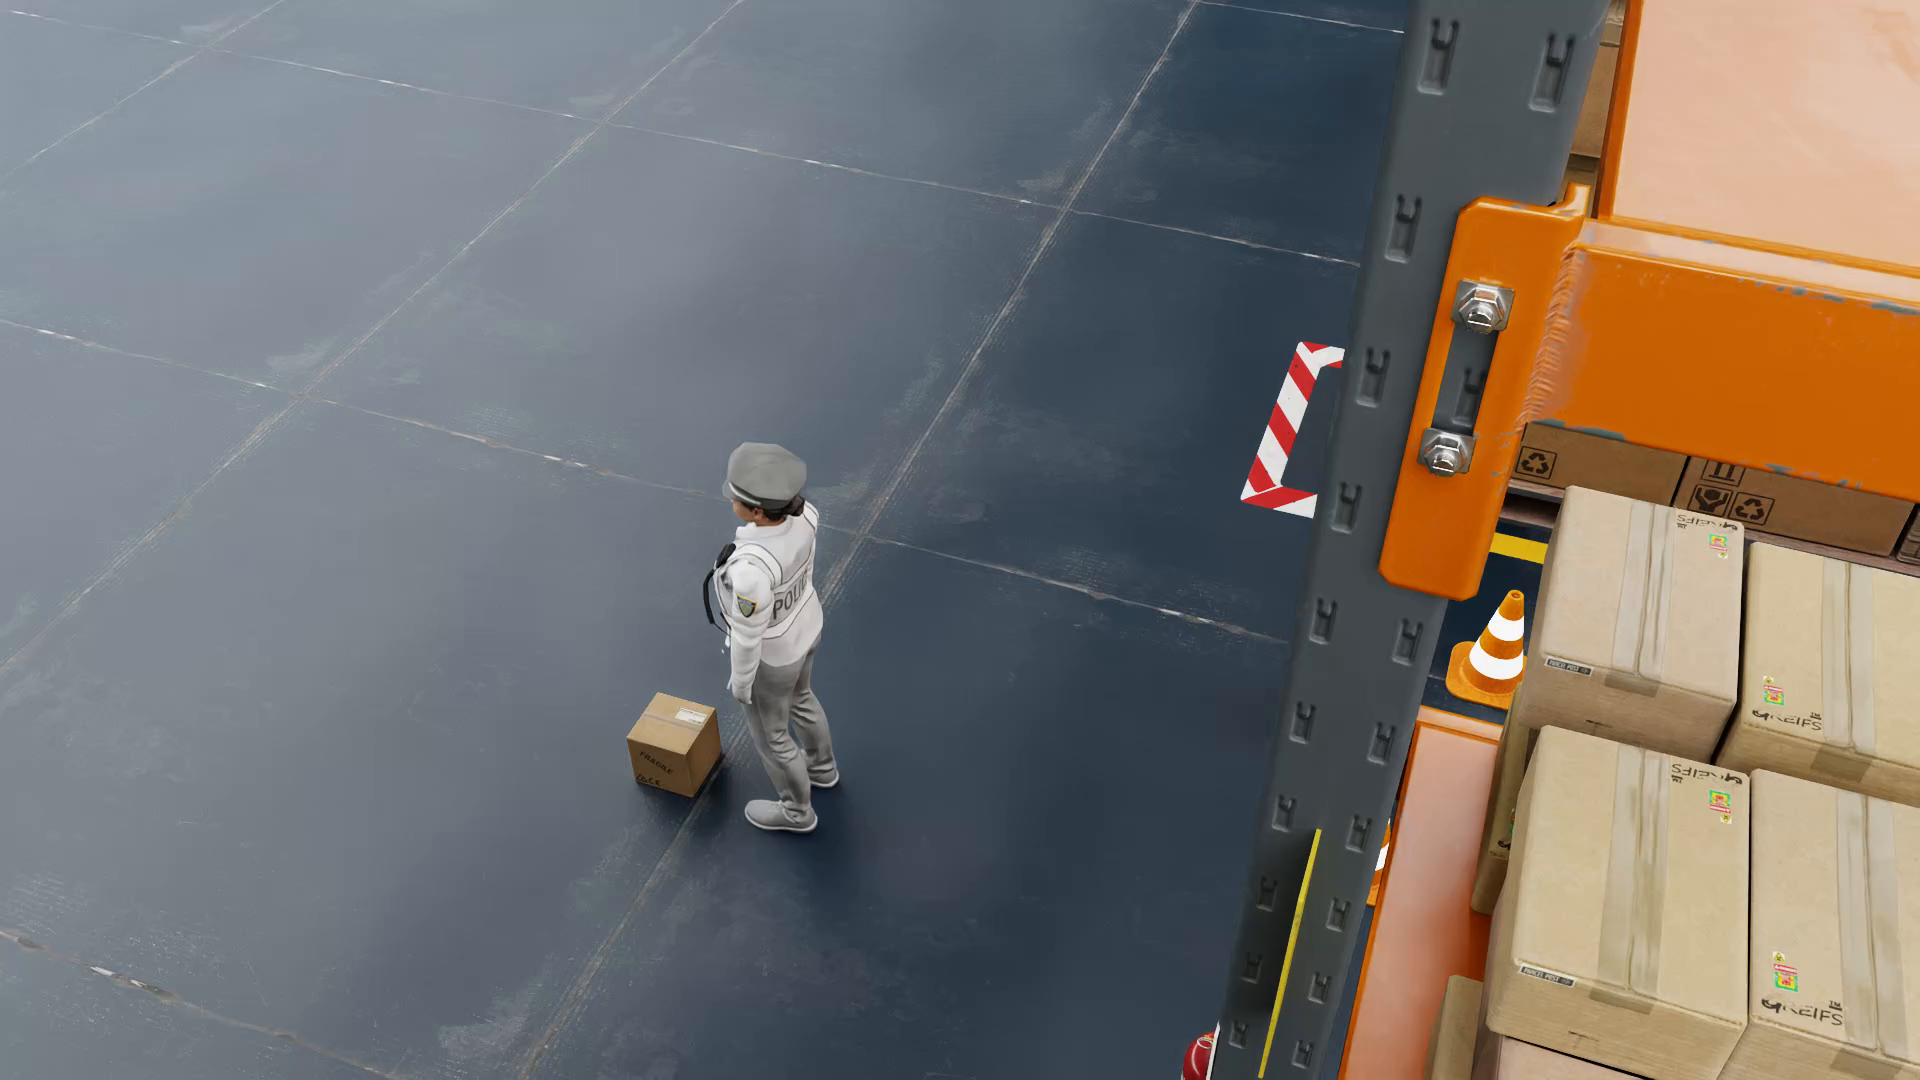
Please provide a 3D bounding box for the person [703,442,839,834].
[{"bbox_3d":[-0.650,0.365,5.744,0.338,1.680,0.466,15,44,16],"label":"person"}]
